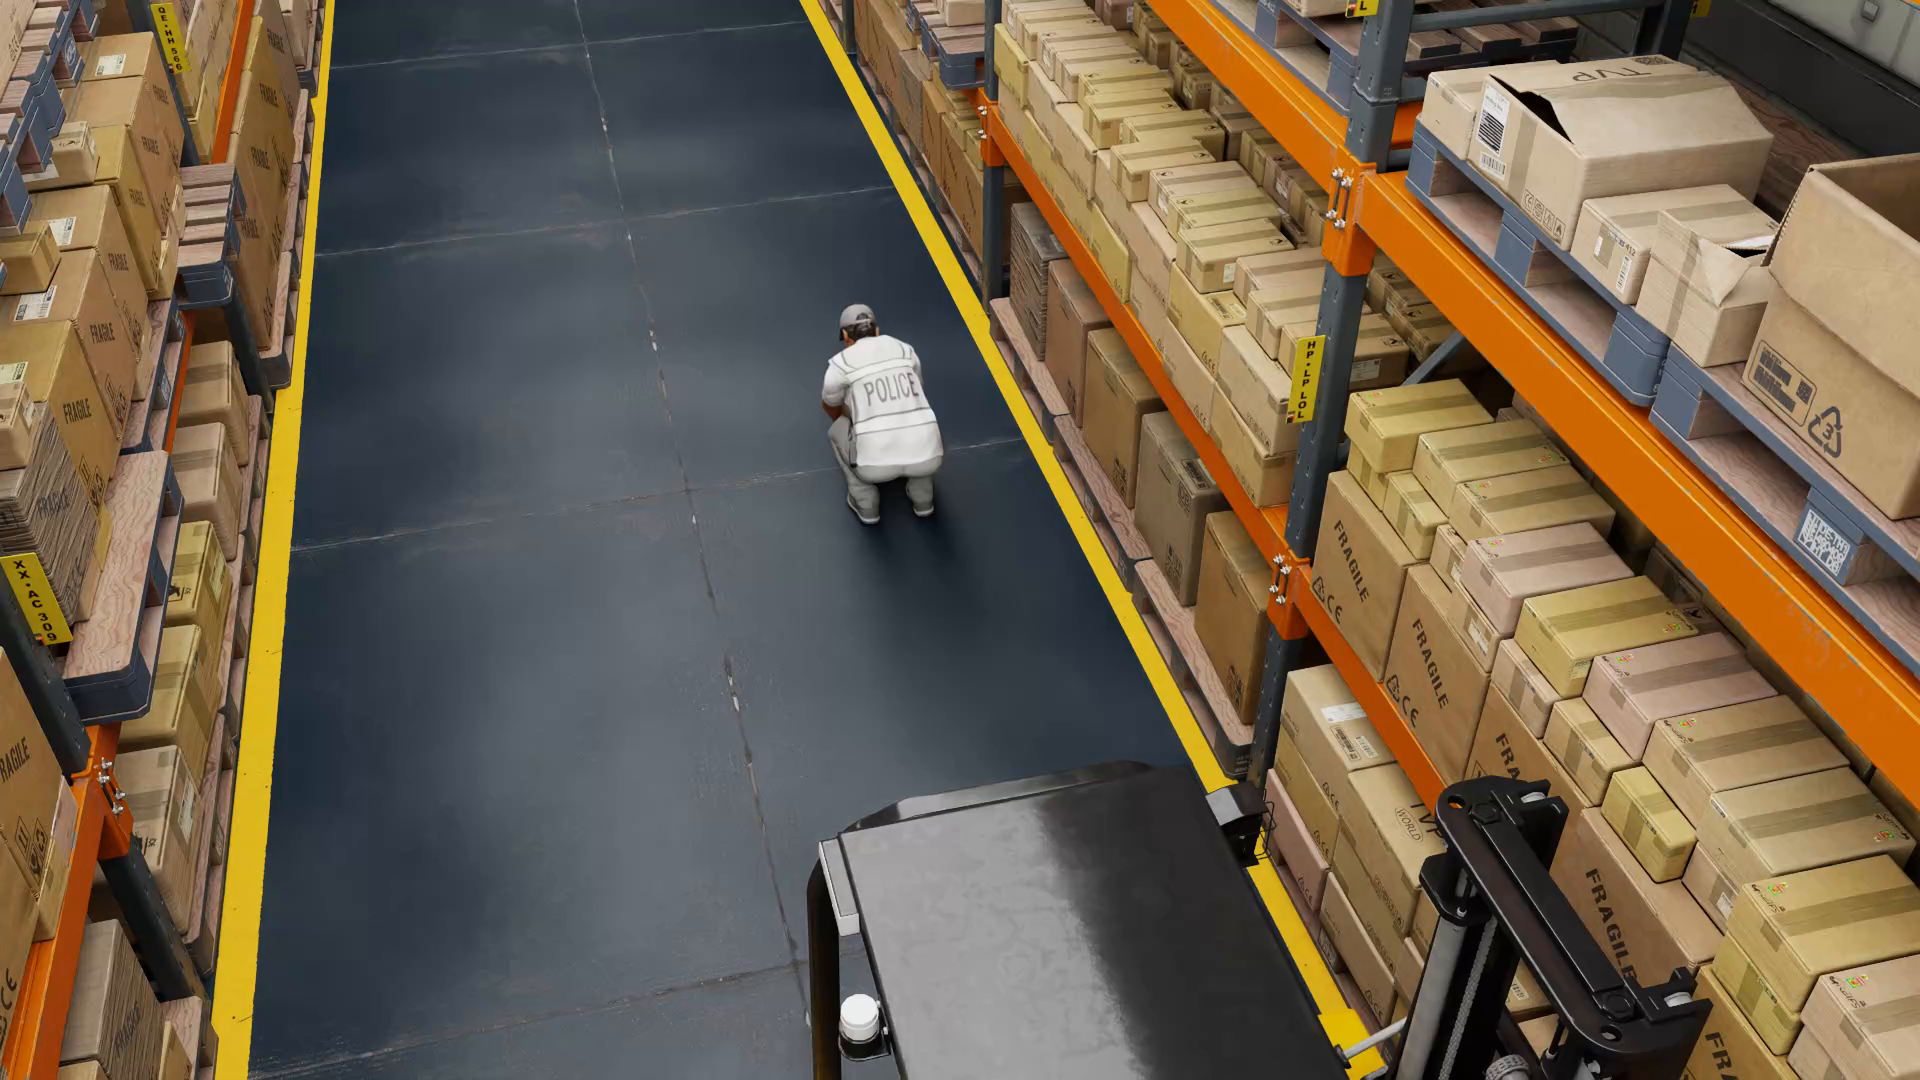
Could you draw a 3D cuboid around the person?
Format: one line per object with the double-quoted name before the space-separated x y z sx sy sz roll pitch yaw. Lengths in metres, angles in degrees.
"person" -0.378 -0.600 8.069 0.537 0.930 0.856 -9 39 -11
